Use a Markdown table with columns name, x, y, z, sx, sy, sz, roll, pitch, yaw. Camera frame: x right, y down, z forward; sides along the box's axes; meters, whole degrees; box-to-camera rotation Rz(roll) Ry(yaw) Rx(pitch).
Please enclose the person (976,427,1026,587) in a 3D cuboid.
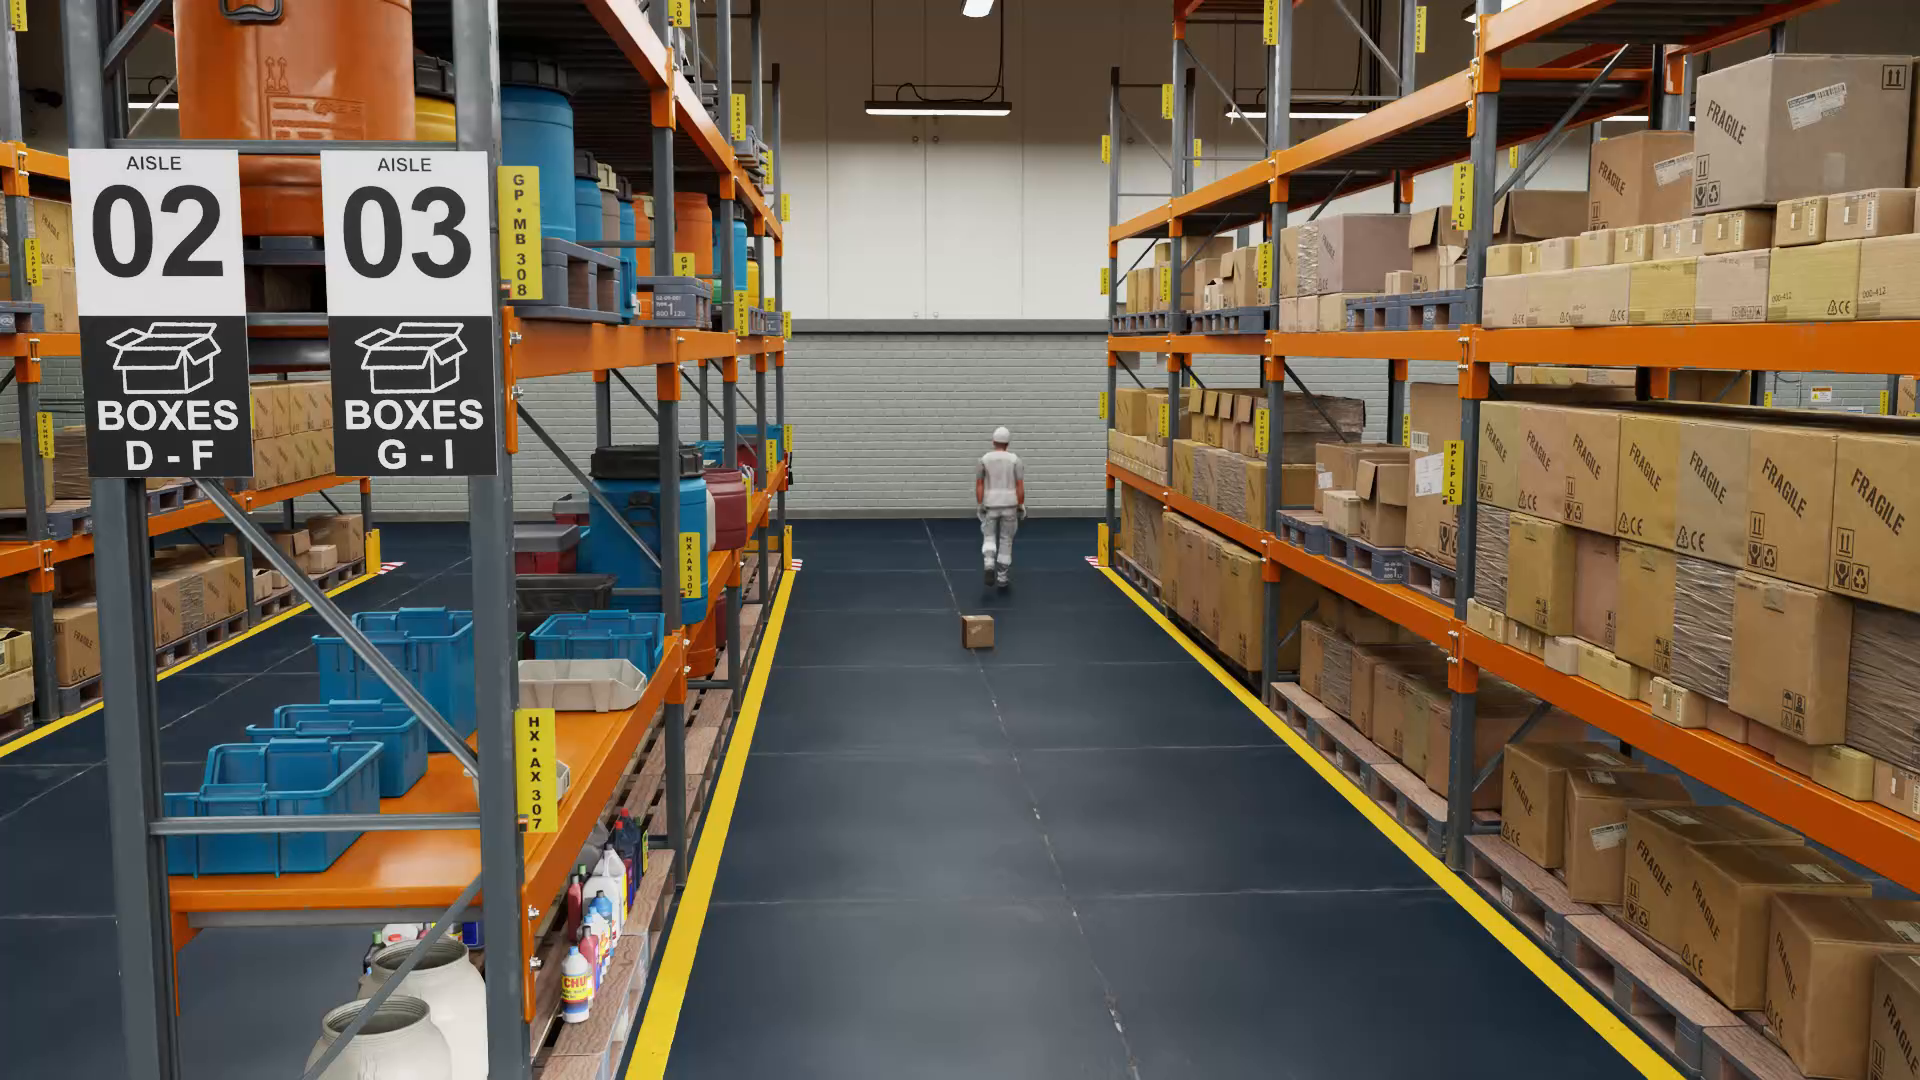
| name | x | y | z | sx | sy | sz | roll | pitch | yaw |
| --- | --- | --- | --- | --- | --- | --- | --- | --- | --- |
| person | 0.461 | -0.371 | 18.536 | 0.541 | 1.783 | 0.469 | 1 | 7 | 10 |
